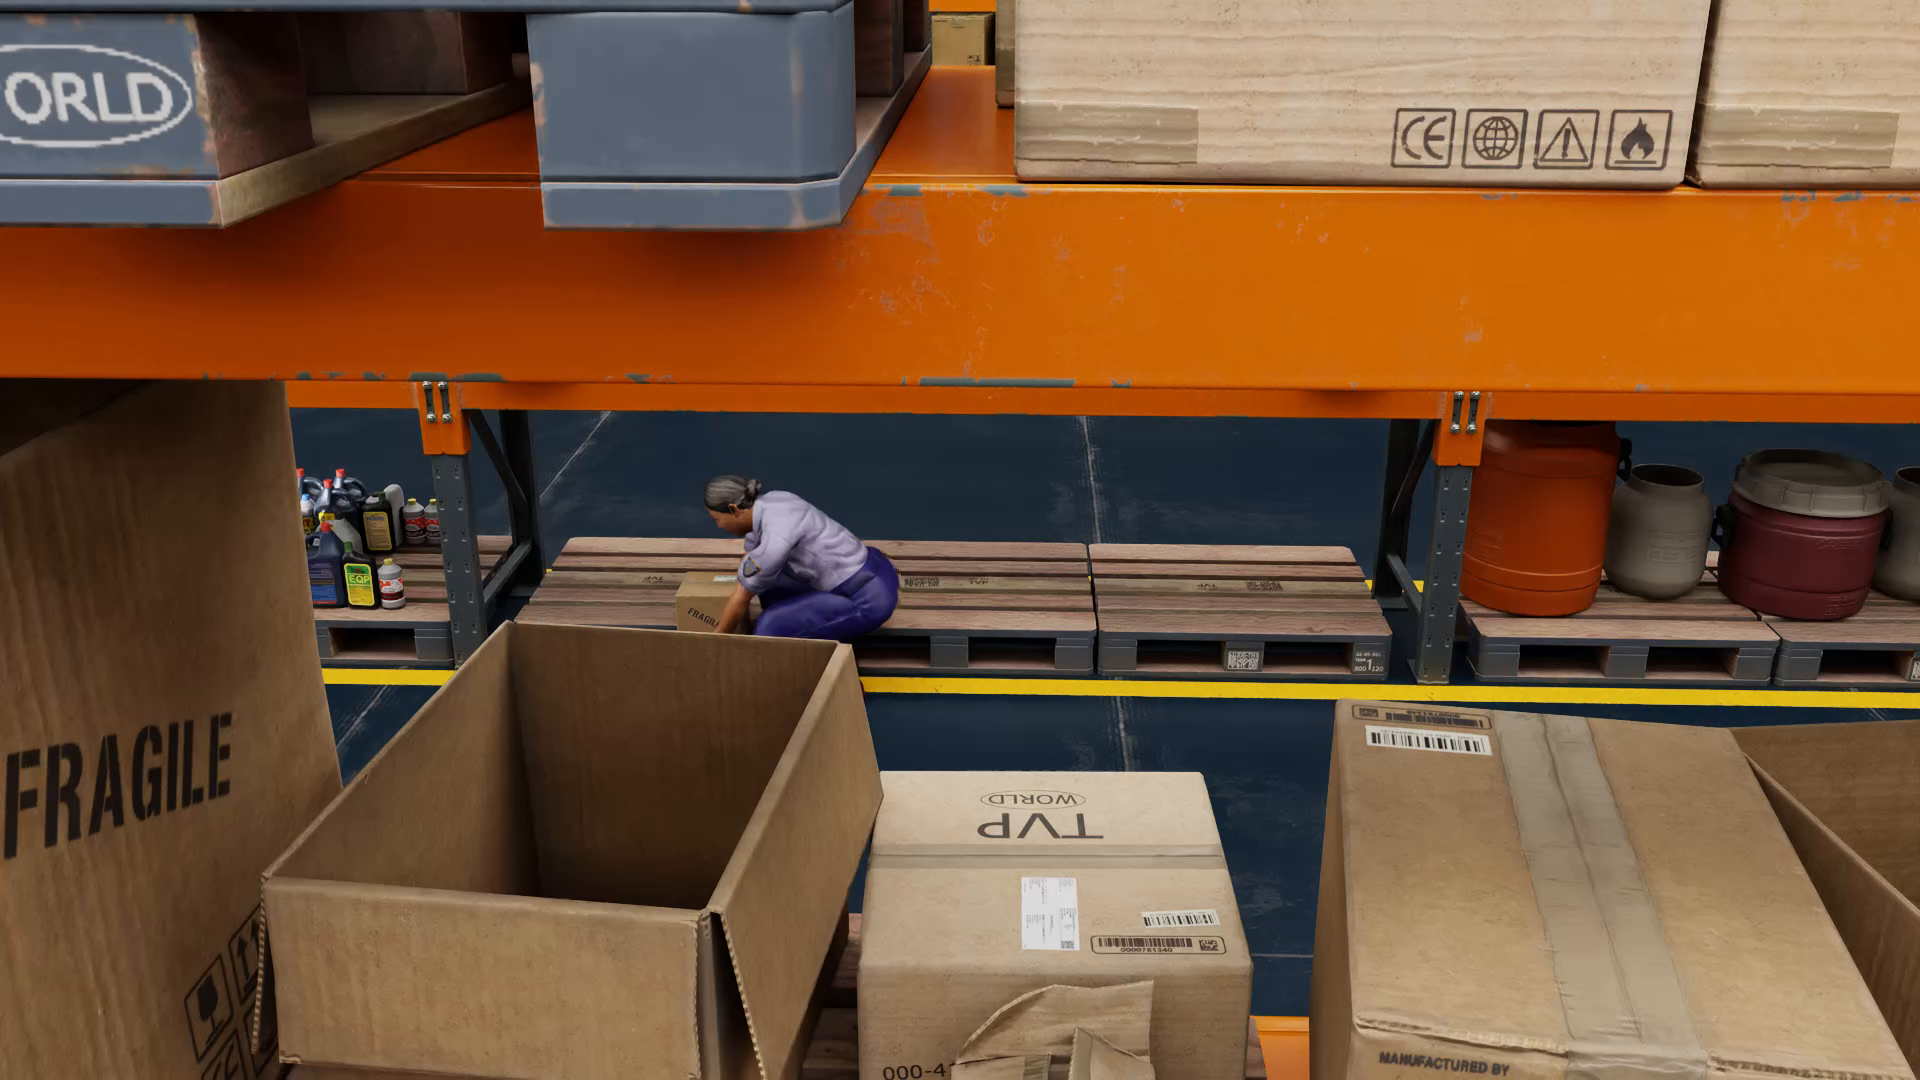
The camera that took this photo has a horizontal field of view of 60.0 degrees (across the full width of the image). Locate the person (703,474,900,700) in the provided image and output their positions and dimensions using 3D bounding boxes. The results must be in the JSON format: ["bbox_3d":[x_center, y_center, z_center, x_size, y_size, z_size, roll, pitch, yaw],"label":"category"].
[{"bbox_3d":[-0.665,0.172,6.665,0.843,0.942,0.508,0,21,1],"label":"person"}]
